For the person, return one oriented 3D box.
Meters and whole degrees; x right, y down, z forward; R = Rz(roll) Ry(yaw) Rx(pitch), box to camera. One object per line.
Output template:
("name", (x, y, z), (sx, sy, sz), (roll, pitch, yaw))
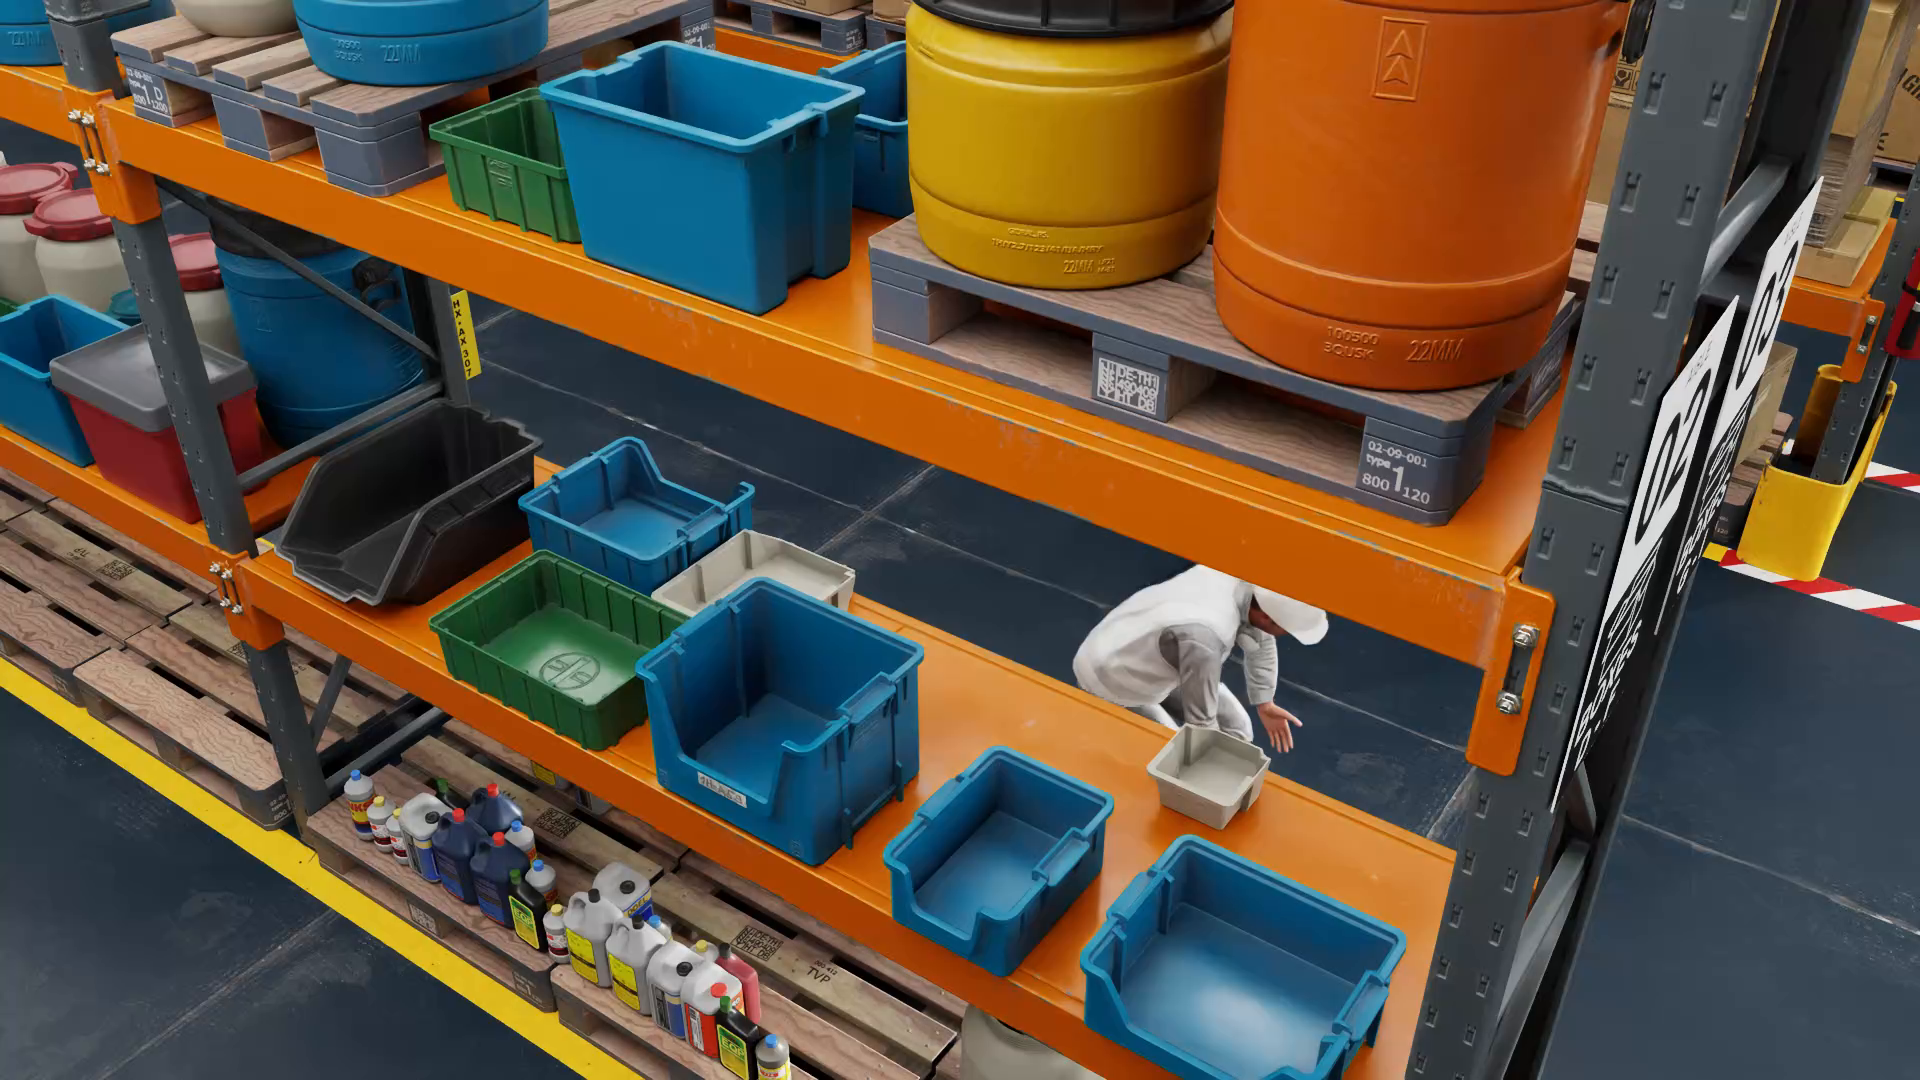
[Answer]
("person", (0.822, 0.528, 5.771), (0.823, 1.299, 0.585), (21, 40, 28))
